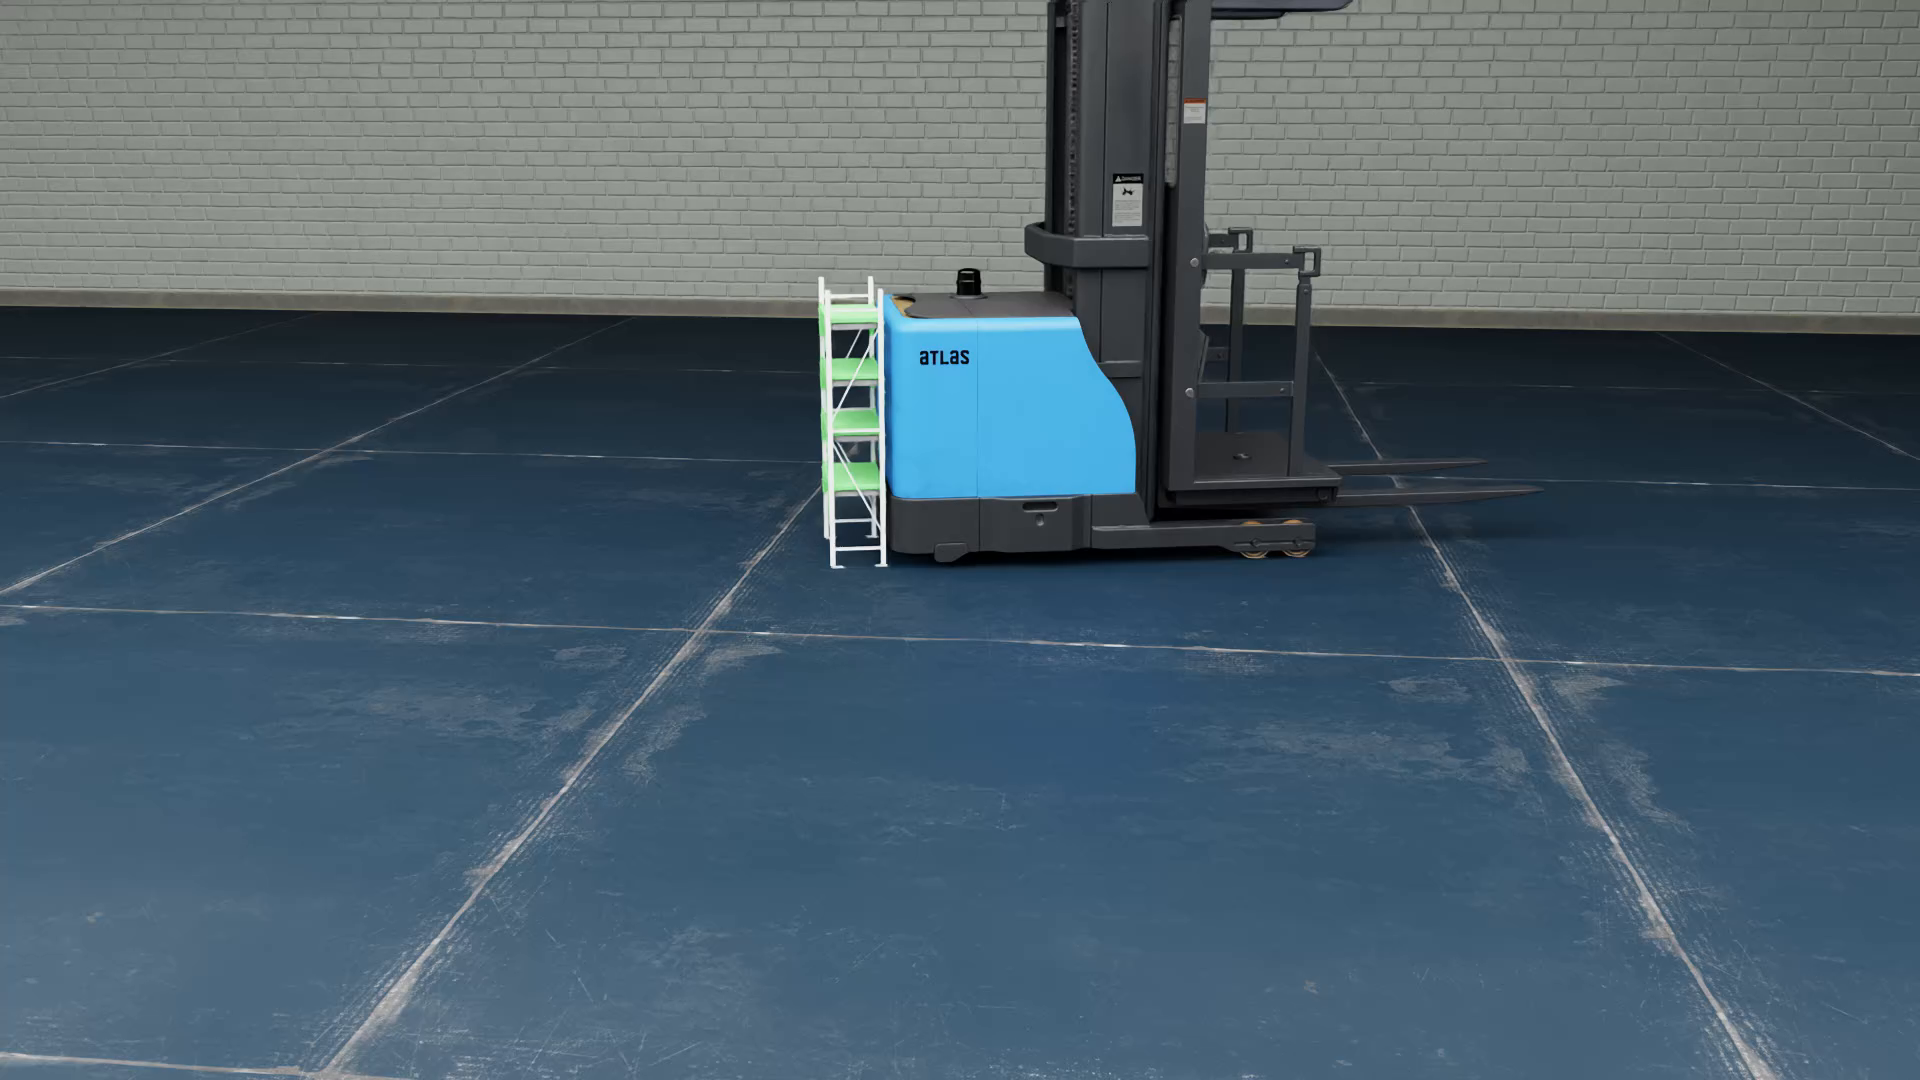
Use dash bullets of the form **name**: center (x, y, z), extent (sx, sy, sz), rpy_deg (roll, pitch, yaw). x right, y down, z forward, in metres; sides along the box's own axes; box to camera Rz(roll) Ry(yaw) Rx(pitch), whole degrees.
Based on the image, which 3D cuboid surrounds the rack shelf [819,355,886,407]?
- **rack shelf**: center (-0.474, -0.695, 7.260), extent (0.258, 0.148, 0.480), rpy_deg (-2, 15, -7)

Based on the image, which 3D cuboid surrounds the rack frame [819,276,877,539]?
- **rack frame**: center (-0.506, -0.588, 7.539), extent (0.240, 1.200, 0.015), rpy_deg (-2, 15, -7)

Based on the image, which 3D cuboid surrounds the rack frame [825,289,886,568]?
- **rack frame**: center (-0.441, -0.462, 7.072), extent (0.240, 1.200, 0.015), rpy_deg (-2, 15, -7)

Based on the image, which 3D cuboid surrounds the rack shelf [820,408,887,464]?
- **rack shelf**: center (-0.474, -0.463, 7.322), extent (0.258, 0.148, 0.480), rpy_deg (-2, 15, -7)

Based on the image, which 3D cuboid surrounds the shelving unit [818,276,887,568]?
- **shelving unit**: center (-0.474, -0.525, 7.305), extent (0.258, 1.200, 0.503), rpy_deg (-2, 15, -7)

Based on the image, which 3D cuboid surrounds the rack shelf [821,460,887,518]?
- **rack shelf**: center (-0.474, -0.232, 7.385), extent (0.258, 0.148, 0.480), rpy_deg (-2, 15, -7)

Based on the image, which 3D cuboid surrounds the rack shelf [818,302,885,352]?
- **rack shelf**: center (-0.474, -0.927, 7.197), extent (0.258, 0.148, 0.480), rpy_deg (-2, 15, -7)

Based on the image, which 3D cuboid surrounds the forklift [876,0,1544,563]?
- **forklift**: center (1.148, -1.466, 7.469), extent (3.031, 2.935, 1.130), rpy_deg (-2, 15, -7)
